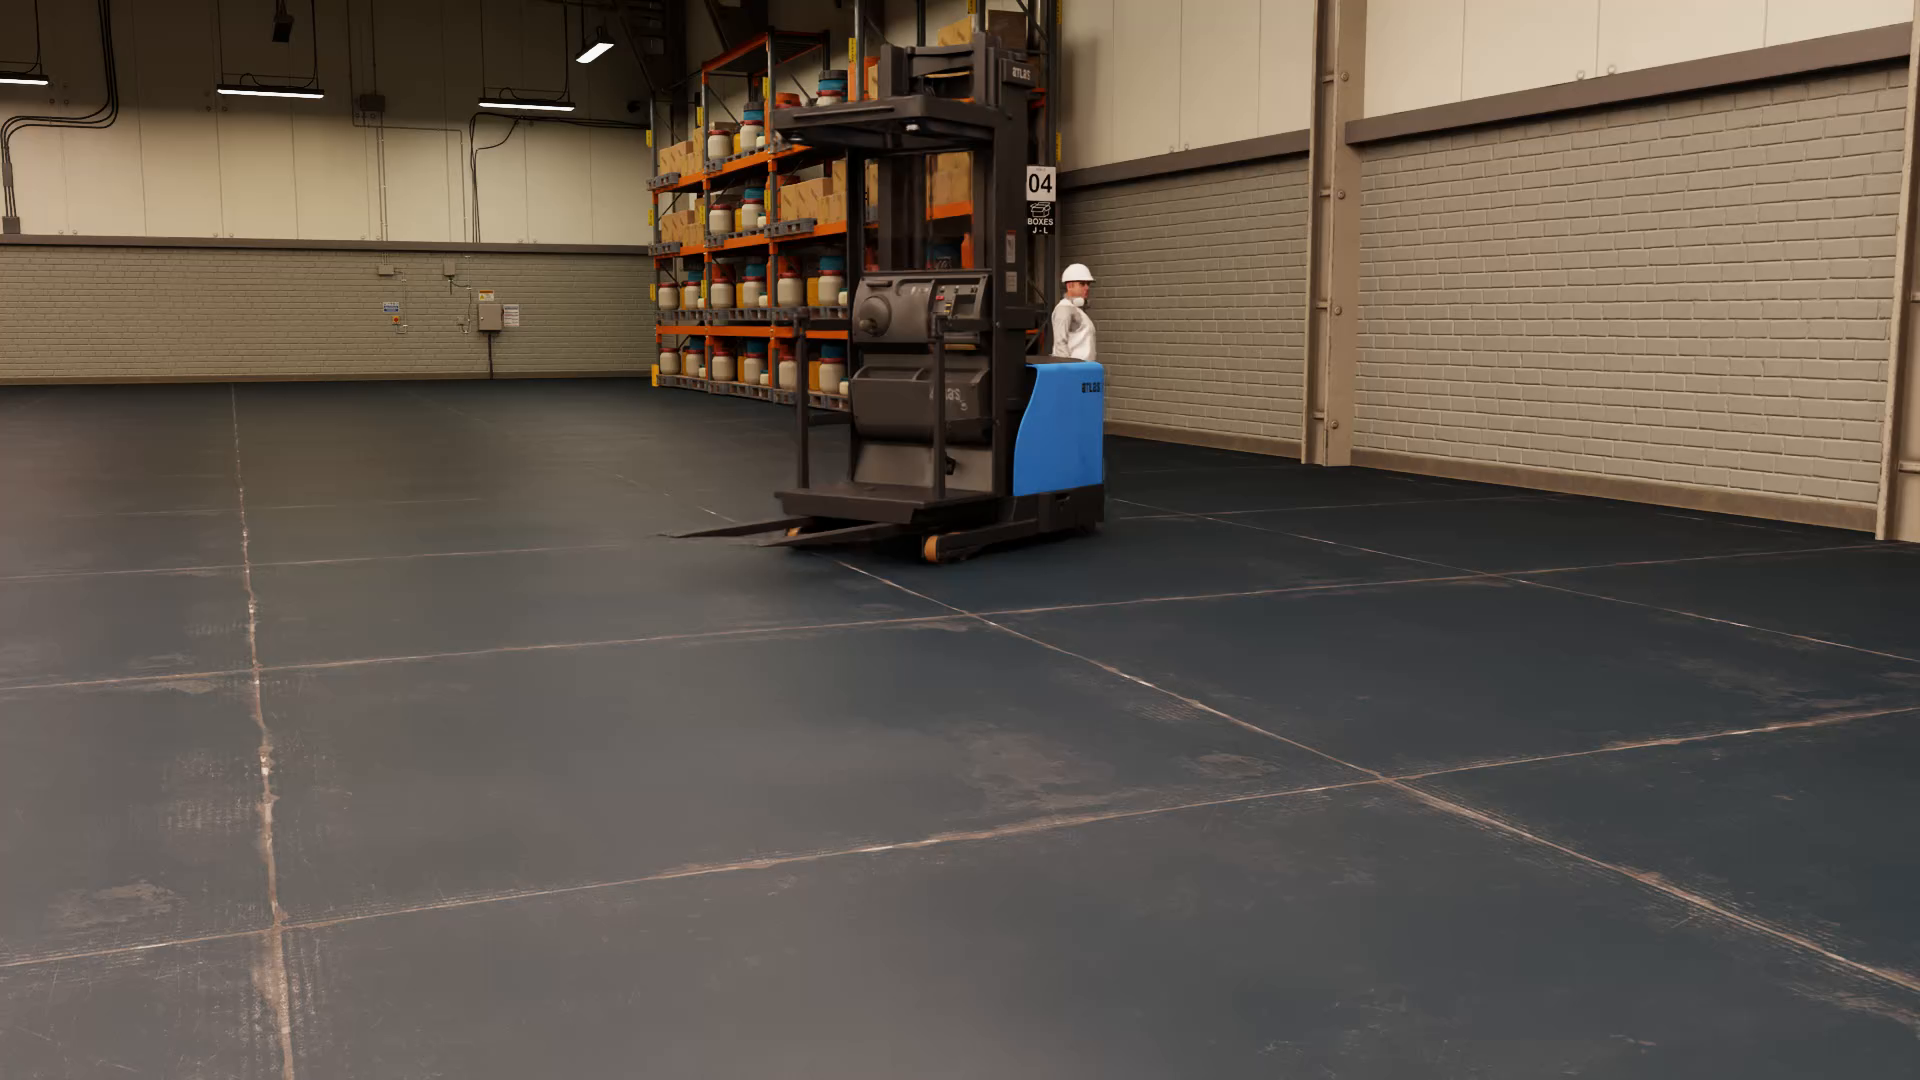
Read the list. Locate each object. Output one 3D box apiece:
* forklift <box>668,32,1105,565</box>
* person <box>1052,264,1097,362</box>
[{"bbox_3d":[-0.358,-1.389,9.472,1.130,2.935,3.031,5,9,36],"label":"forklift"},{"bbox_3d":[0.936,-1.277,13.075,0.433,1.772,0.665,1,8,7],"label":"person"}]
